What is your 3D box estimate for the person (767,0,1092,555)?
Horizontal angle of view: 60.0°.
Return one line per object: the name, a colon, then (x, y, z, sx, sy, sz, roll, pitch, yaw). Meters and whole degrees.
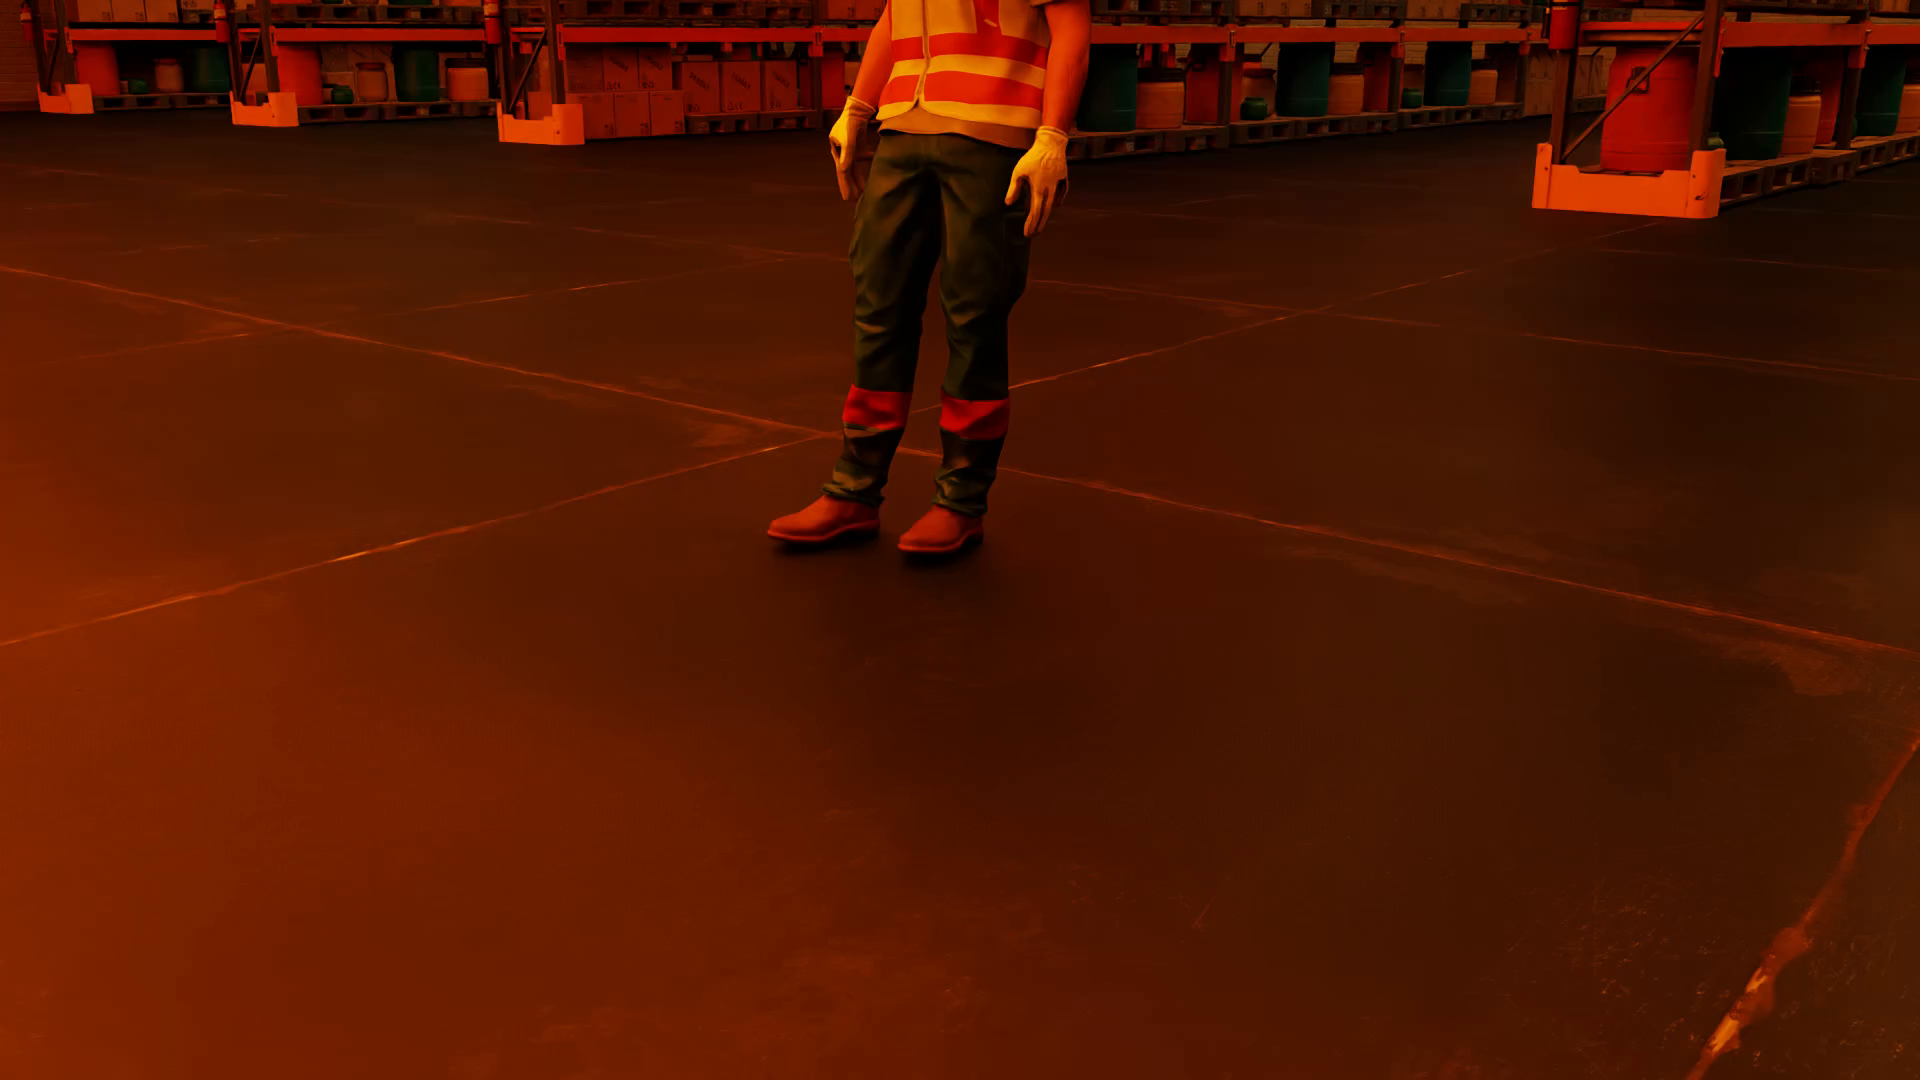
person: (-0.061, -0.847, 3.628, 0.637, 1.790, 0.562, 13, 21, 37)
